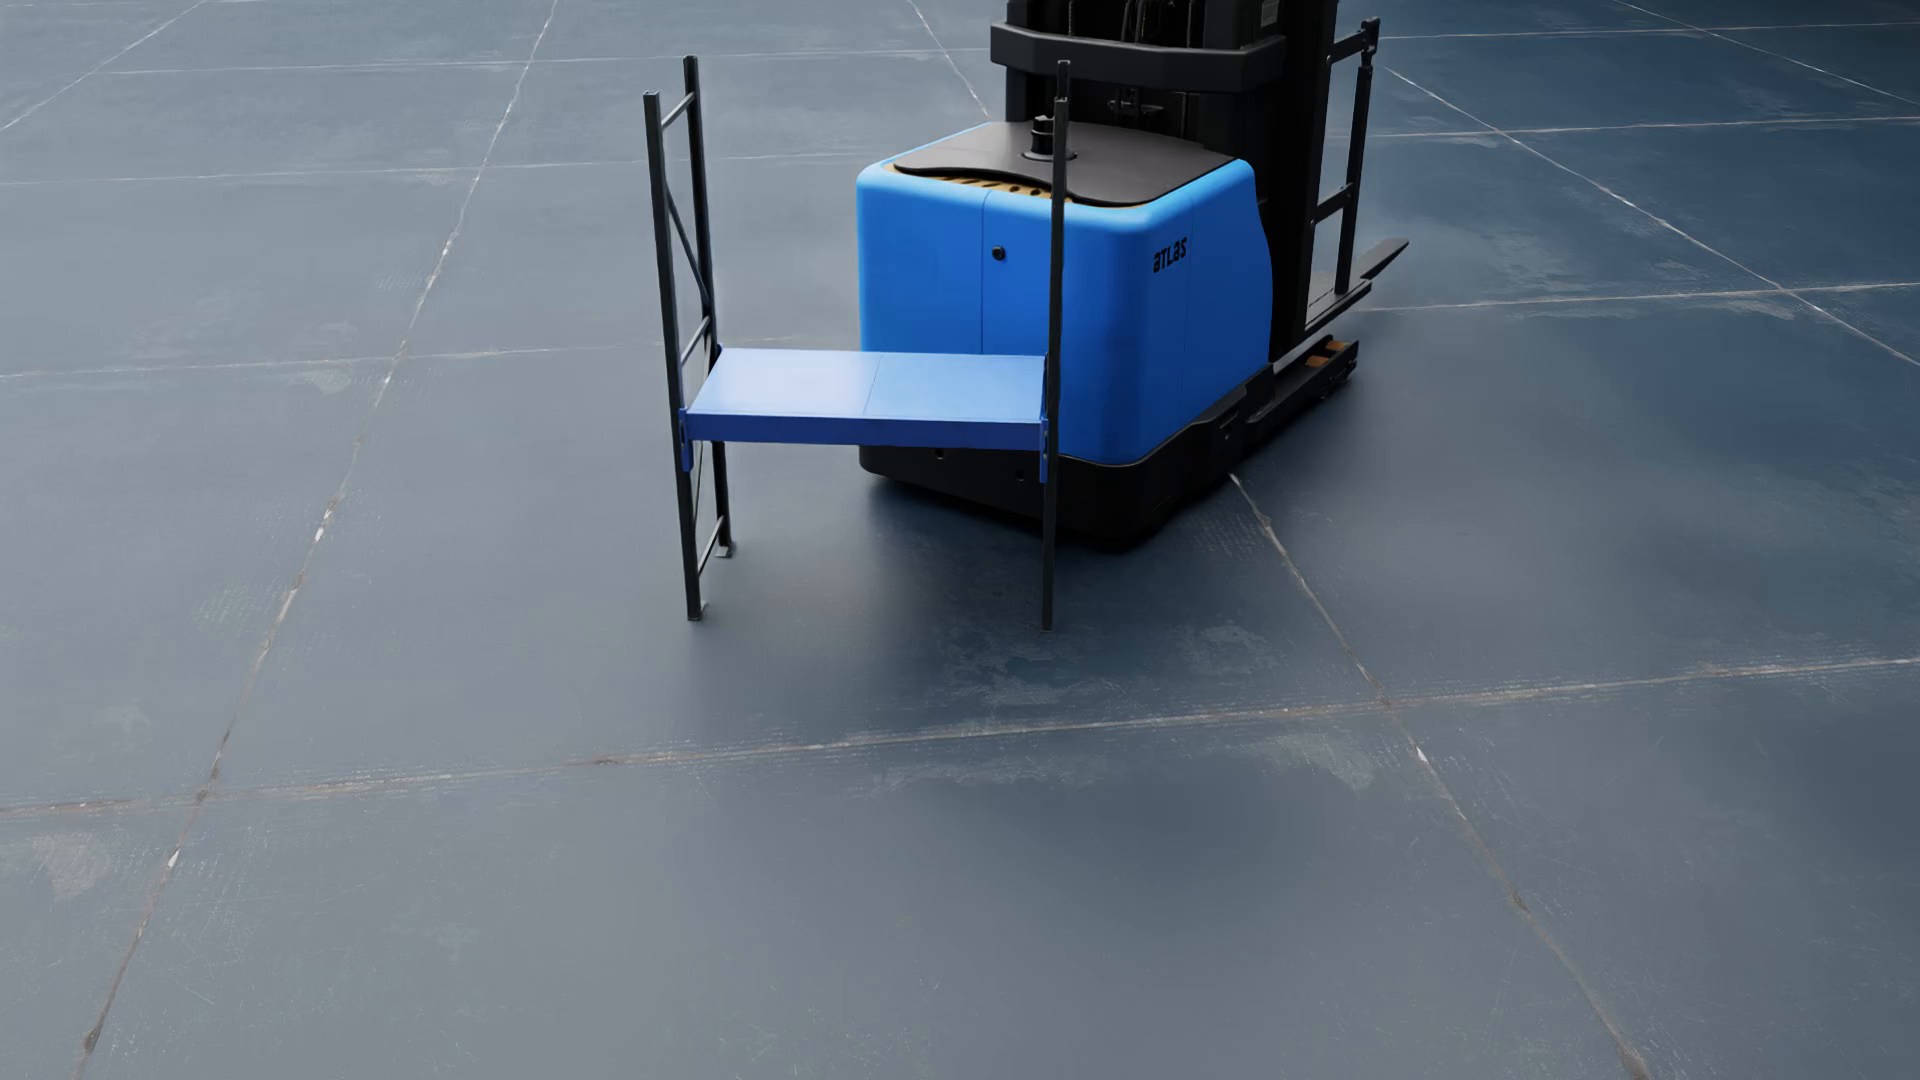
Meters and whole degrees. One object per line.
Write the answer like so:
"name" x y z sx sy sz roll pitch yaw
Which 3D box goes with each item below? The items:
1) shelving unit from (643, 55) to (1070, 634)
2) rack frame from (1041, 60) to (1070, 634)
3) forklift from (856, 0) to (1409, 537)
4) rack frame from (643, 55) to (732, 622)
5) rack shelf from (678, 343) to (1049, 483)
"shelving unit" -0.244 -0.530 4.640 1.048 1.500 0.538 2 27 4
"rack frame" 0.263 -0.513 4.608 0.032 1.500 0.500 2 27 4
"forklift" 0.883 -1.939 5.818 1.130 2.935 3.031 16 31 29
"rack frame" -0.751 -0.546 4.672 0.032 1.500 0.500 2 27 4
"rack shelf" -0.244 -0.370 4.722 1.000 0.185 0.538 2 27 4
